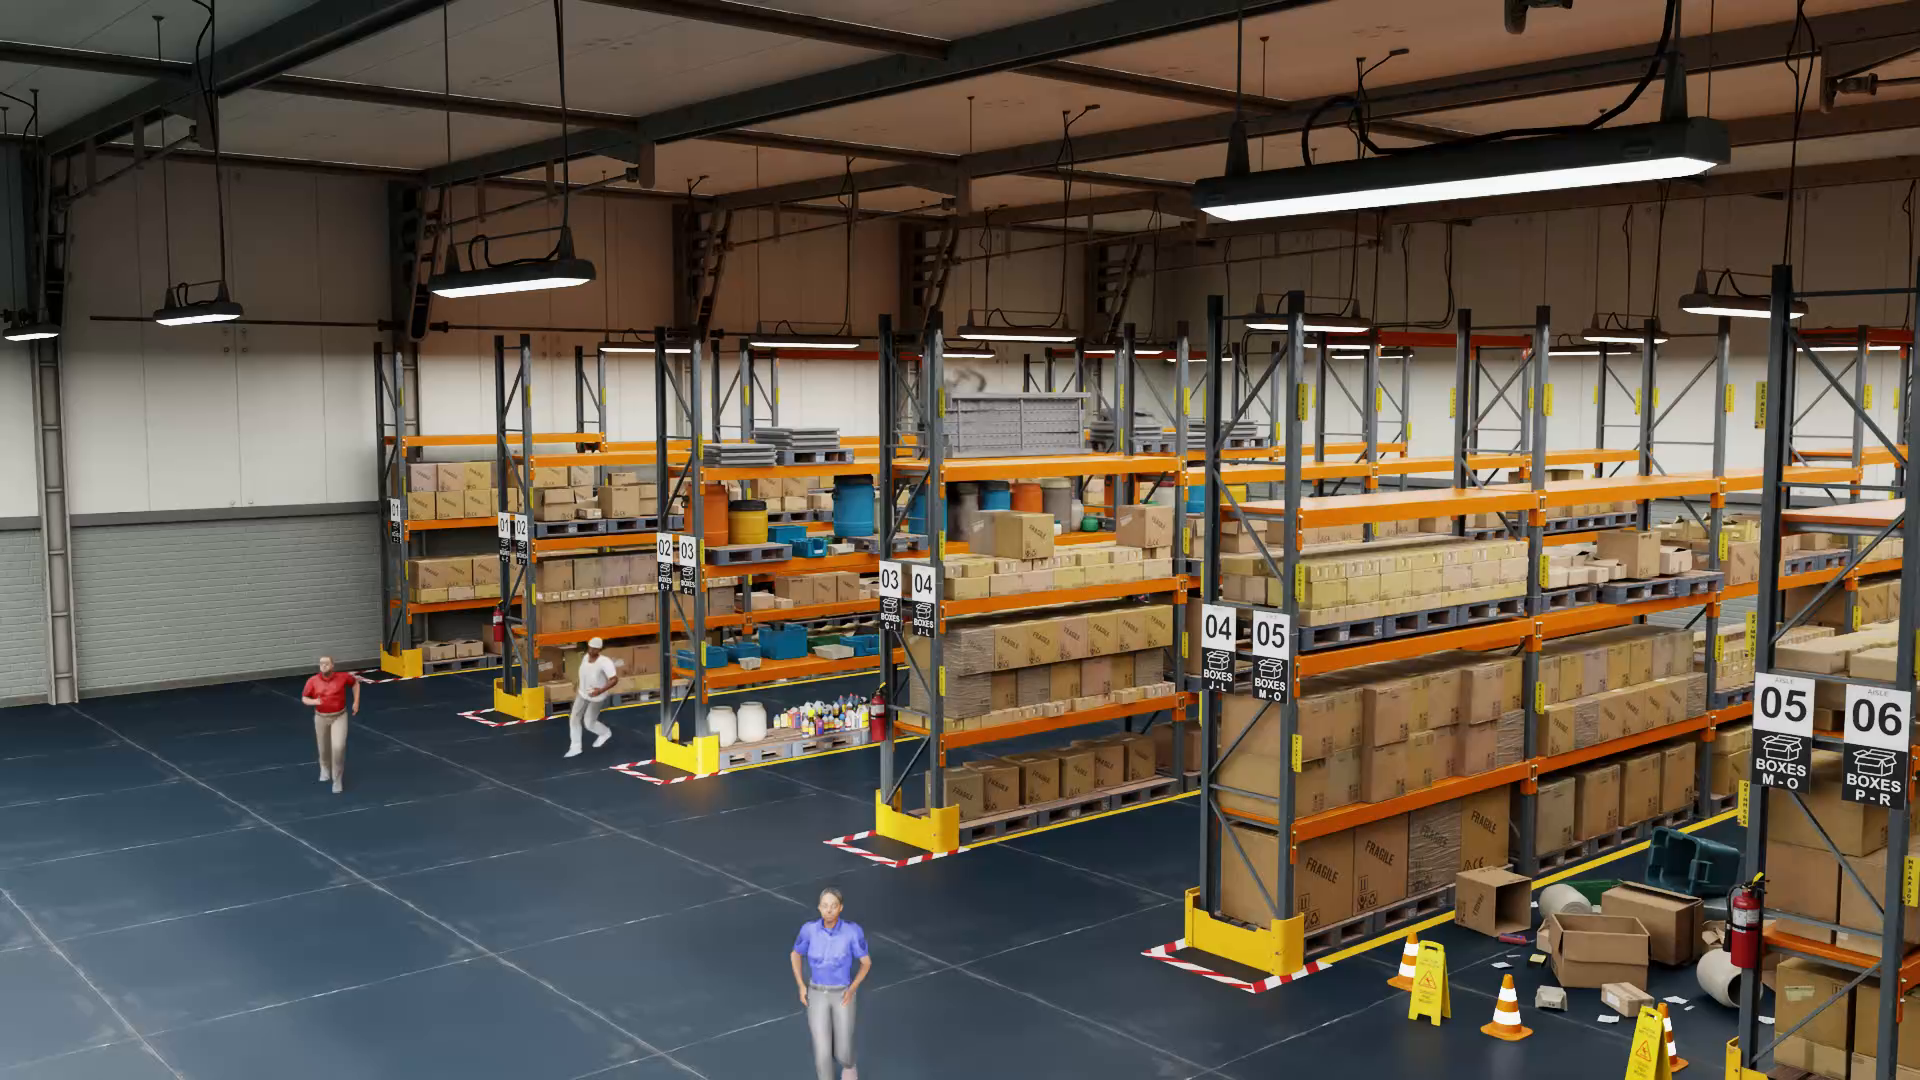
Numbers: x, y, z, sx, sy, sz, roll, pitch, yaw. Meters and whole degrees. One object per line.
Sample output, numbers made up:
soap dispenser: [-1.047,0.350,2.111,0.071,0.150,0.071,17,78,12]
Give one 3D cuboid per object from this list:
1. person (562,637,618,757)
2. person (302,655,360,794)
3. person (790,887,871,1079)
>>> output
person: [-5.111,2.208,23.443,0.749,1.729,0.786,3,6,33]
person: [-8.125,2.361,21.507,0.672,1.787,0.925,-1,5,-13]
person: [-0.926,3.327,11.909,0.586,1.541,0.654,0,5,2]
